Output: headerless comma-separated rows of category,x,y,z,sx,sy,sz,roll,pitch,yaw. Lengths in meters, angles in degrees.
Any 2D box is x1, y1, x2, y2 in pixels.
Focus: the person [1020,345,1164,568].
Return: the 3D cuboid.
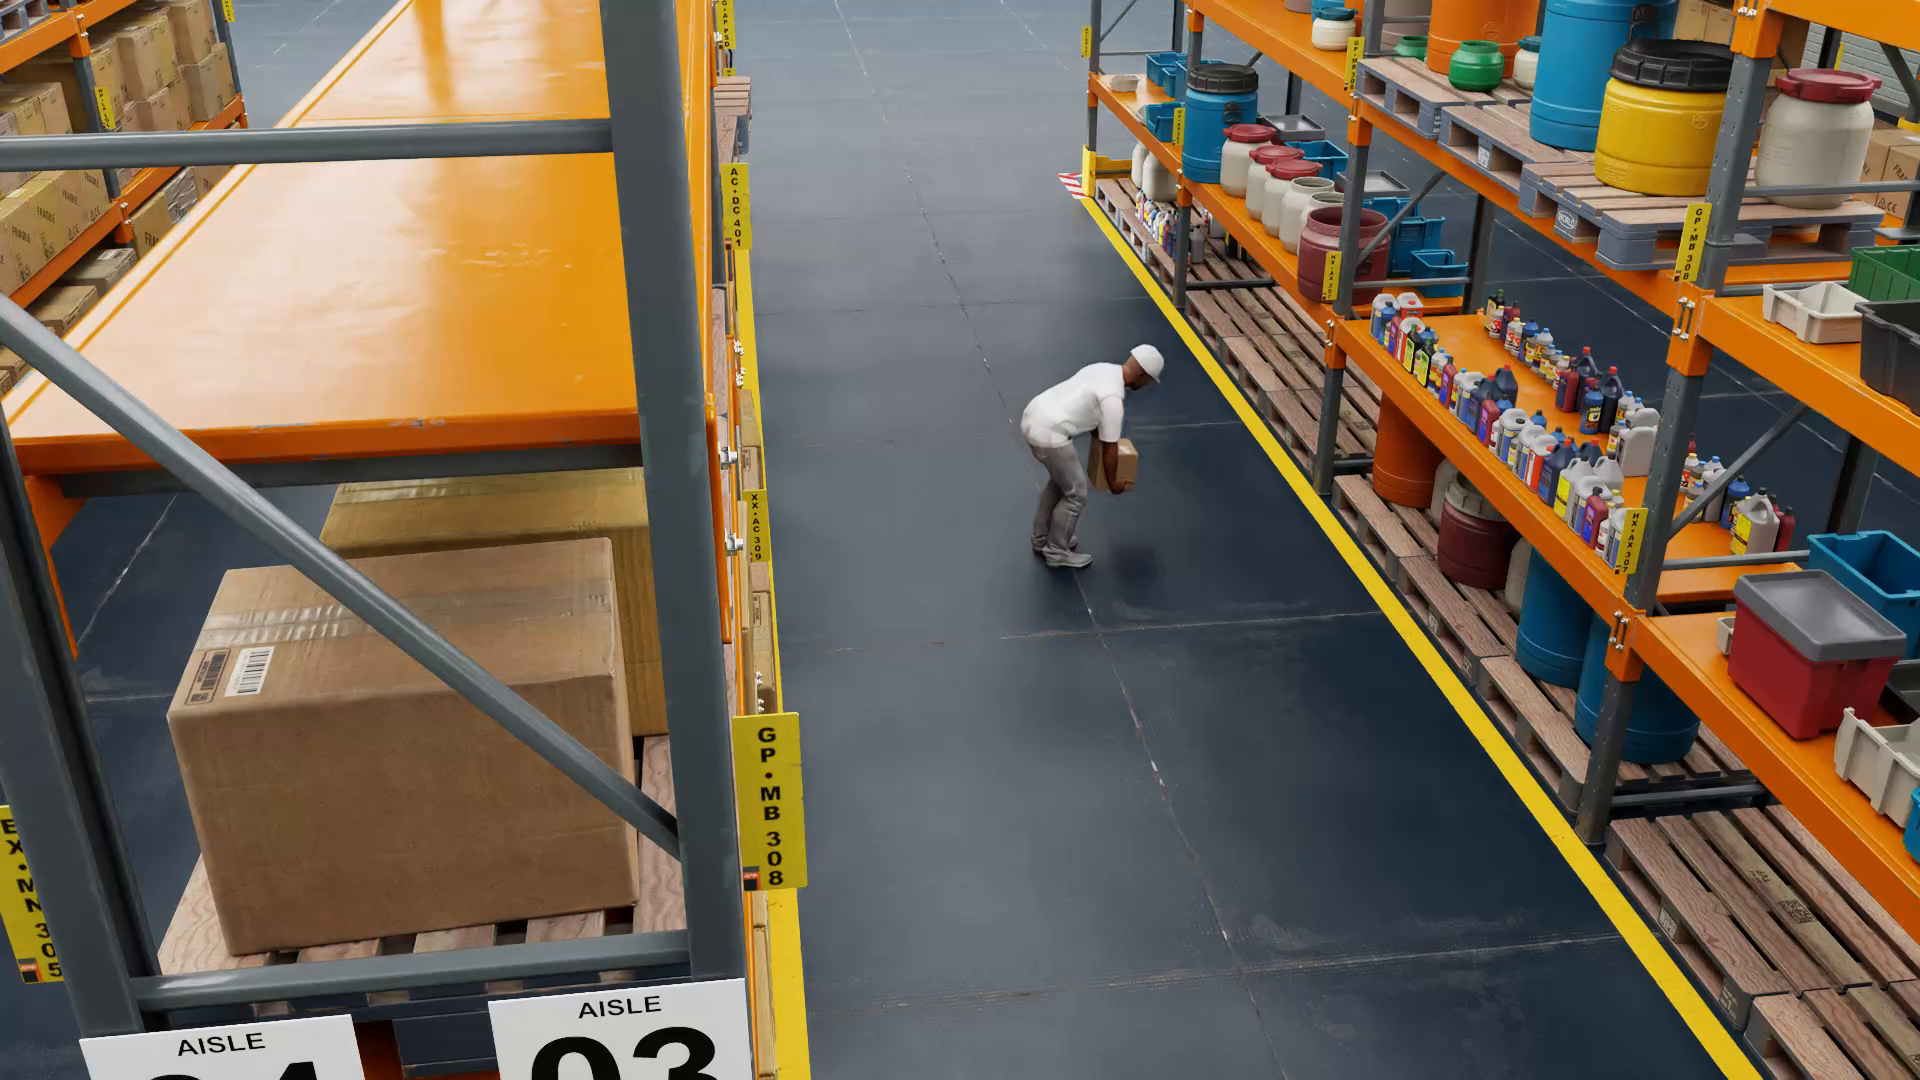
person,0.826,-0.545,10.523,0.886,1.420,0.475,-4,27,-9
